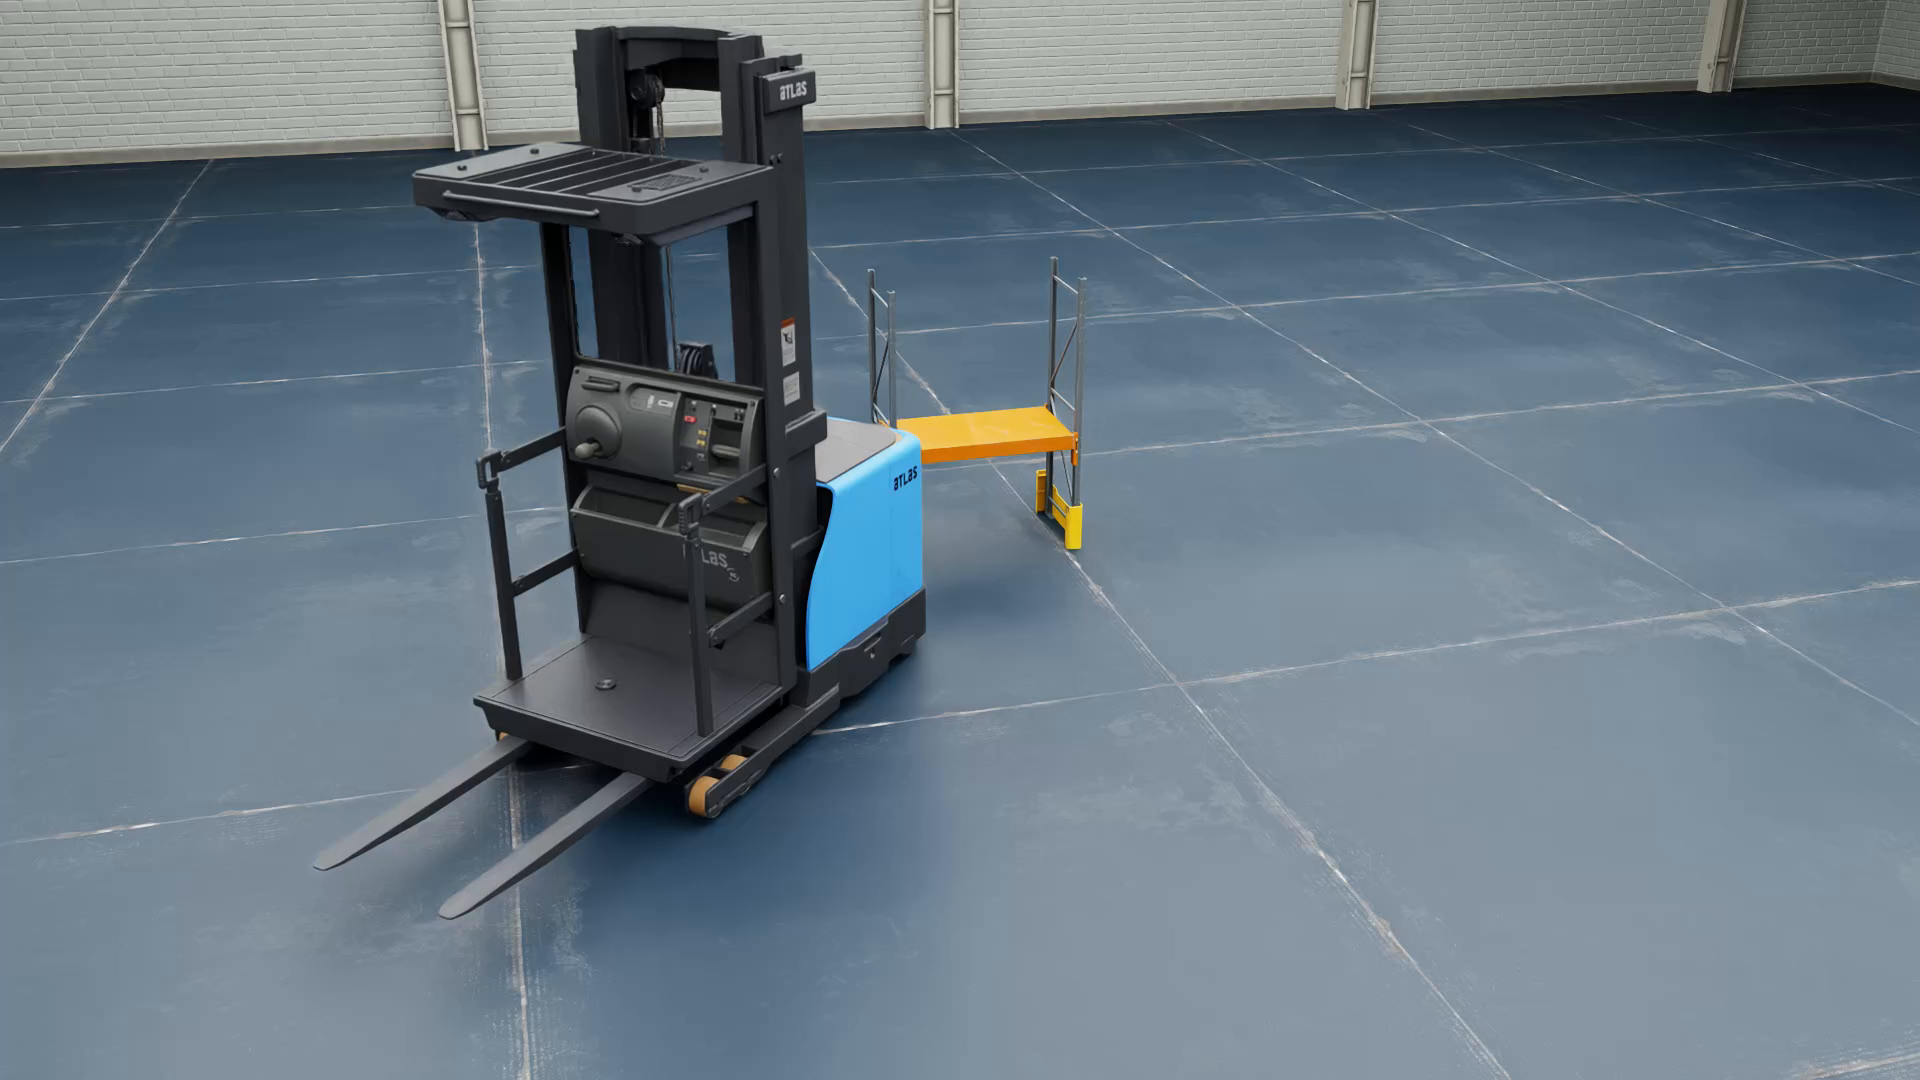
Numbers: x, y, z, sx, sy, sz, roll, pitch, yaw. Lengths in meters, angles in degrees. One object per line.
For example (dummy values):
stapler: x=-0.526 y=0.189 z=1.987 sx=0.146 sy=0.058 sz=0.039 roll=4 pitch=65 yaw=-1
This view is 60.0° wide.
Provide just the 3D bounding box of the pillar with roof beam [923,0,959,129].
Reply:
pillar with roof beam: x=0.921 y=-7.969 z=16.410 sx=0.400 sy=9.000 sz=9.100 roll=-6 pitch=24 yaw=-14

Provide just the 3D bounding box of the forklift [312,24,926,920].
forklift: x=-1.310 y=-0.436 z=6.549 sx=1.130 sy=2.935 sz=3.031 roll=12 pitch=26 yaw=26

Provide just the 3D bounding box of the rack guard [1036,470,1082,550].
rack guard: x=0.553 y=-0.176 z=9.343 sx=0.087 sy=0.250 sz=0.587 roll=-6 pitch=24 yaw=-14

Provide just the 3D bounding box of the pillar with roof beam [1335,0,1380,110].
pillar with roof beam: x=6.698 y=-8.608 z=17.900 sx=0.400 sy=9.000 sz=9.100 roll=-6 pitch=24 yaw=-14

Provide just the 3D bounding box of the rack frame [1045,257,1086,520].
rack frame: x=0.572 y=-0.752 z=9.102 sx=0.032 sy=1.500 sz=0.500 roll=-6 pitch=24 yaw=-14

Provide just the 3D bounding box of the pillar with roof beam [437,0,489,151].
pillar with roof beam: x=-4.856 y=-7.330 z=14.921 sx=0.400 sy=9.000 sz=9.100 roll=-6 pitch=24 yaw=-14

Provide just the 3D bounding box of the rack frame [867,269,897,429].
rack frame: x=-0.407 y=-0.644 z=8.849 sx=0.032 sy=1.500 sz=0.500 roll=-6 pitch=24 yaw=-14

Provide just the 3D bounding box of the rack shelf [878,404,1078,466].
rack shelf: x=0.082 y=-0.533 z=9.046 sx=1.000 sy=0.185 sz=0.538 roll=-6 pitch=24 yaw=-14

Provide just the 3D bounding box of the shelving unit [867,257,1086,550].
shelving unit: x=0.073 y=-0.697 z=8.973 sx=1.083 sy=1.500 sz=0.587 roll=-6 pitch=24 yaw=-14

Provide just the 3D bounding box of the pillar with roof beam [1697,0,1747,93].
pillar with roof beam: x=12.475 y=-9.247 z=19.389 sx=0.400 sy=9.000 sz=9.100 roll=-6 pitch=24 yaw=-14
